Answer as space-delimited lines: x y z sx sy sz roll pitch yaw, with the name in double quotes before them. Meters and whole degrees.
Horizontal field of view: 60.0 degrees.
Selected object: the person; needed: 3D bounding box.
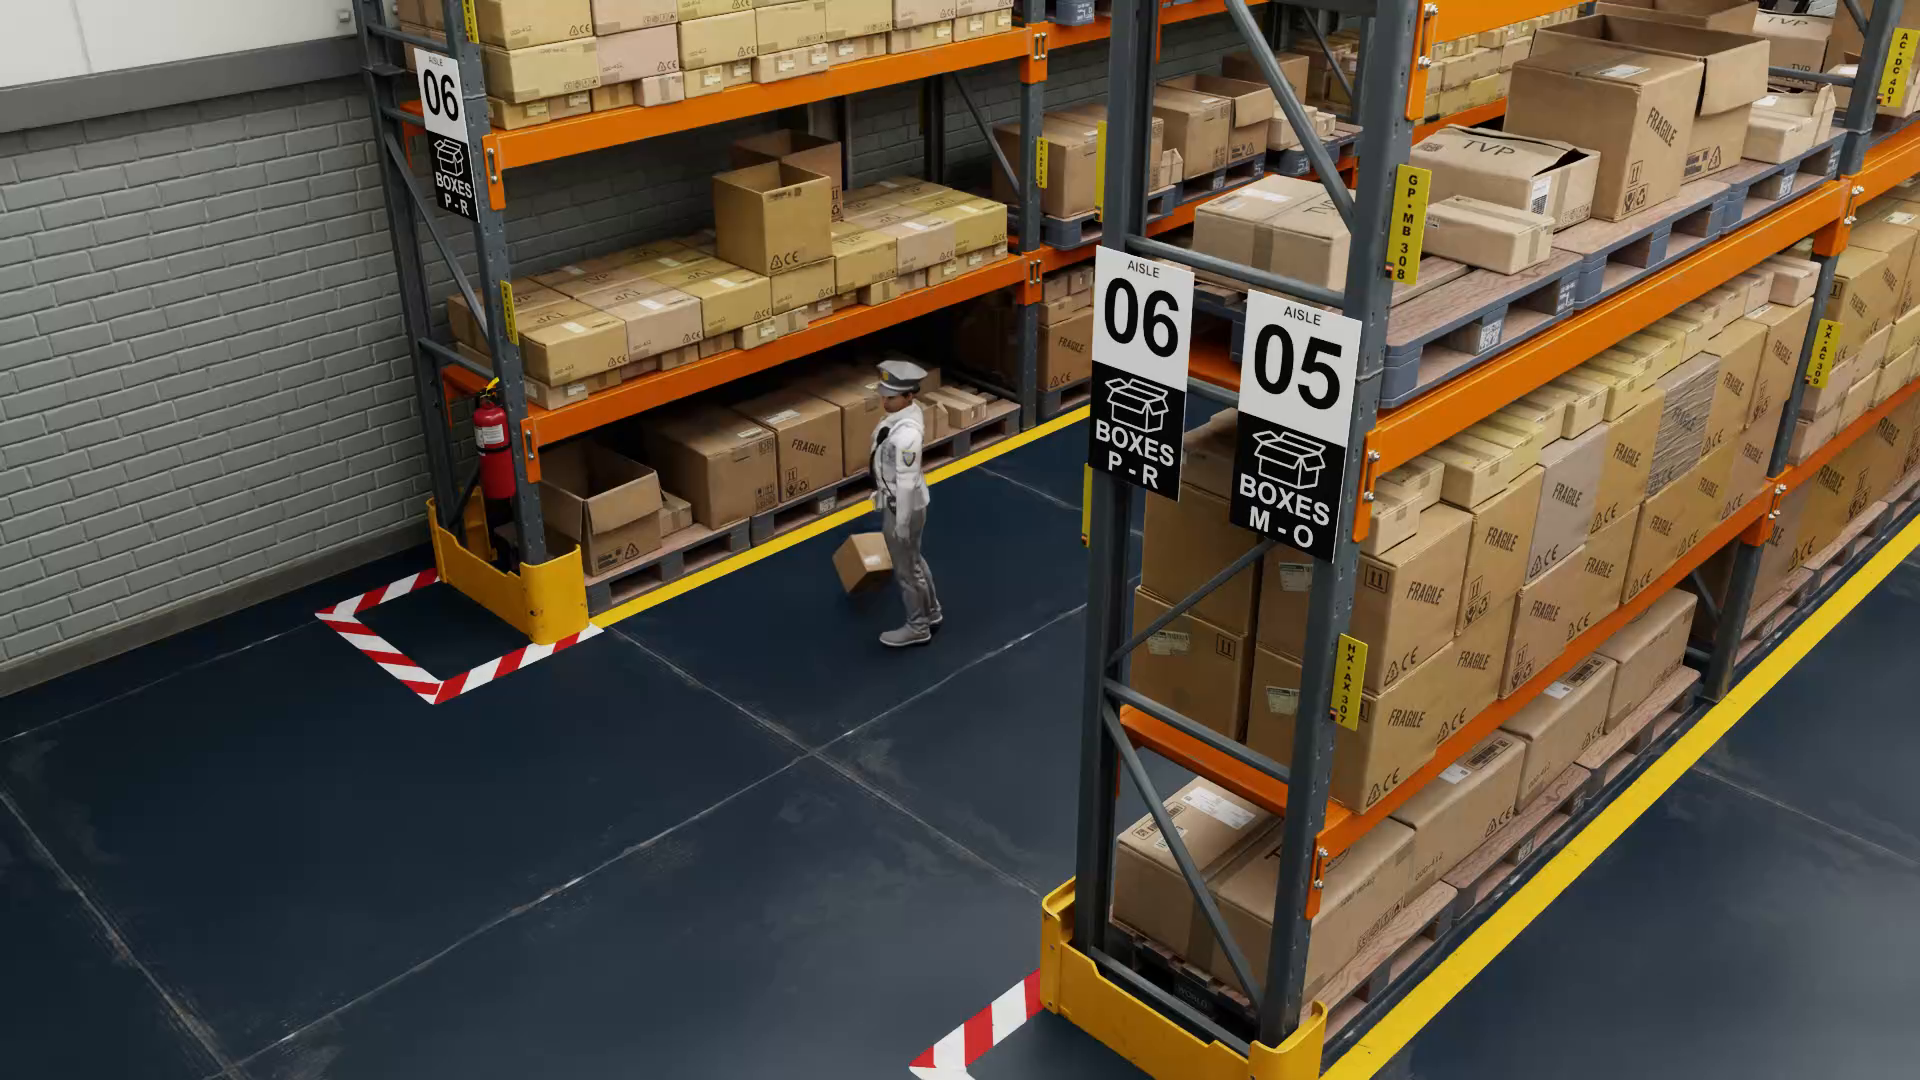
"person" -0.297 -0.198 8.958 0.405 1.675 0.626 -1 28 -1
